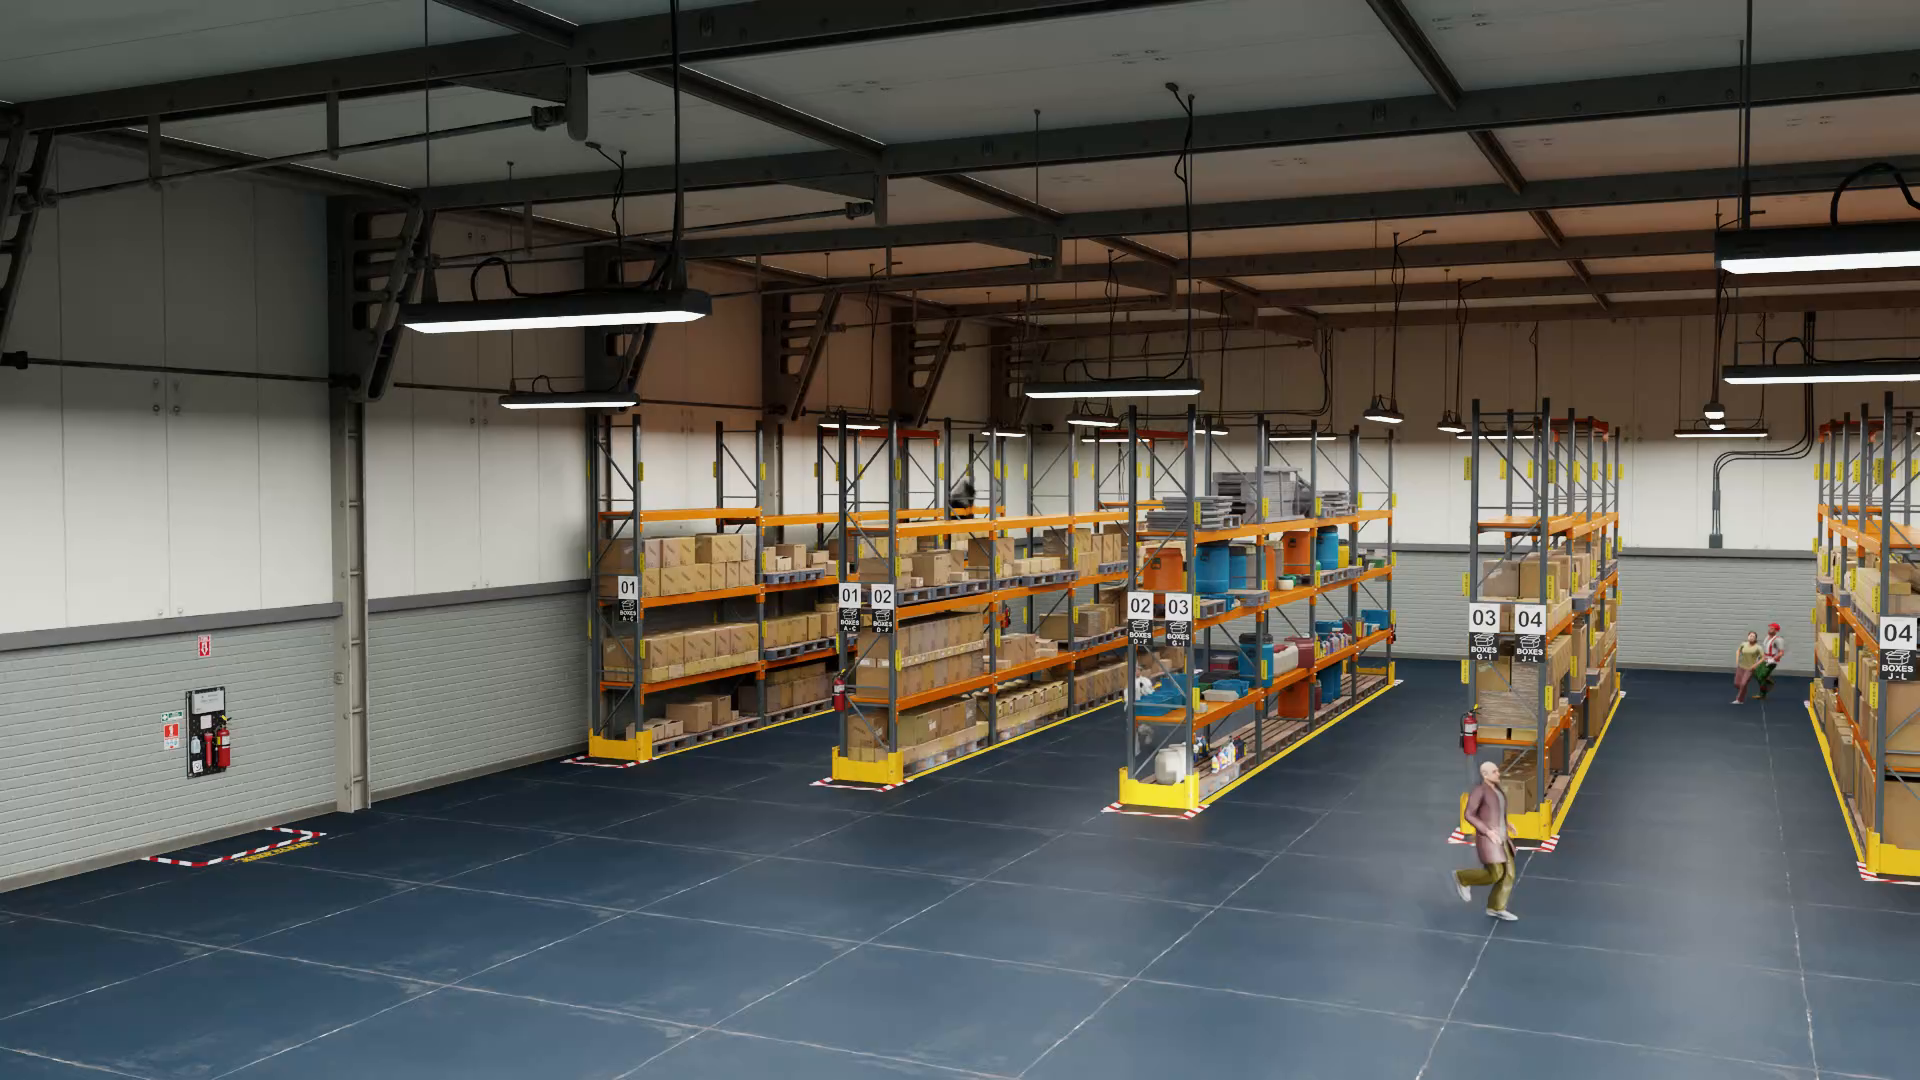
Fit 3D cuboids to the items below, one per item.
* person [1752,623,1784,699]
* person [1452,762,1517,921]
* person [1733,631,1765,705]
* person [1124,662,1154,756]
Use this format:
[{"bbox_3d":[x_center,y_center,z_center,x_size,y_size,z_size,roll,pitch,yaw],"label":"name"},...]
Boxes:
[{"bbox_3d":[17.697,2.655,36.349,0.555,1.703,0.711,0,2,-10],"label":"person"},{"bbox_3d":[5.946,3.366,18.735,0.711,1.743,0.756,-2,3,-41],"label":"person"},{"bbox_3d":[16.932,2.743,35.635,0.556,1.599,0.632,-2,3,-44],"label":"person"},{"bbox_3d":[3.183,2.973,29.527,0.601,1.657,0.666,1,3,27],"label":"person"}]
